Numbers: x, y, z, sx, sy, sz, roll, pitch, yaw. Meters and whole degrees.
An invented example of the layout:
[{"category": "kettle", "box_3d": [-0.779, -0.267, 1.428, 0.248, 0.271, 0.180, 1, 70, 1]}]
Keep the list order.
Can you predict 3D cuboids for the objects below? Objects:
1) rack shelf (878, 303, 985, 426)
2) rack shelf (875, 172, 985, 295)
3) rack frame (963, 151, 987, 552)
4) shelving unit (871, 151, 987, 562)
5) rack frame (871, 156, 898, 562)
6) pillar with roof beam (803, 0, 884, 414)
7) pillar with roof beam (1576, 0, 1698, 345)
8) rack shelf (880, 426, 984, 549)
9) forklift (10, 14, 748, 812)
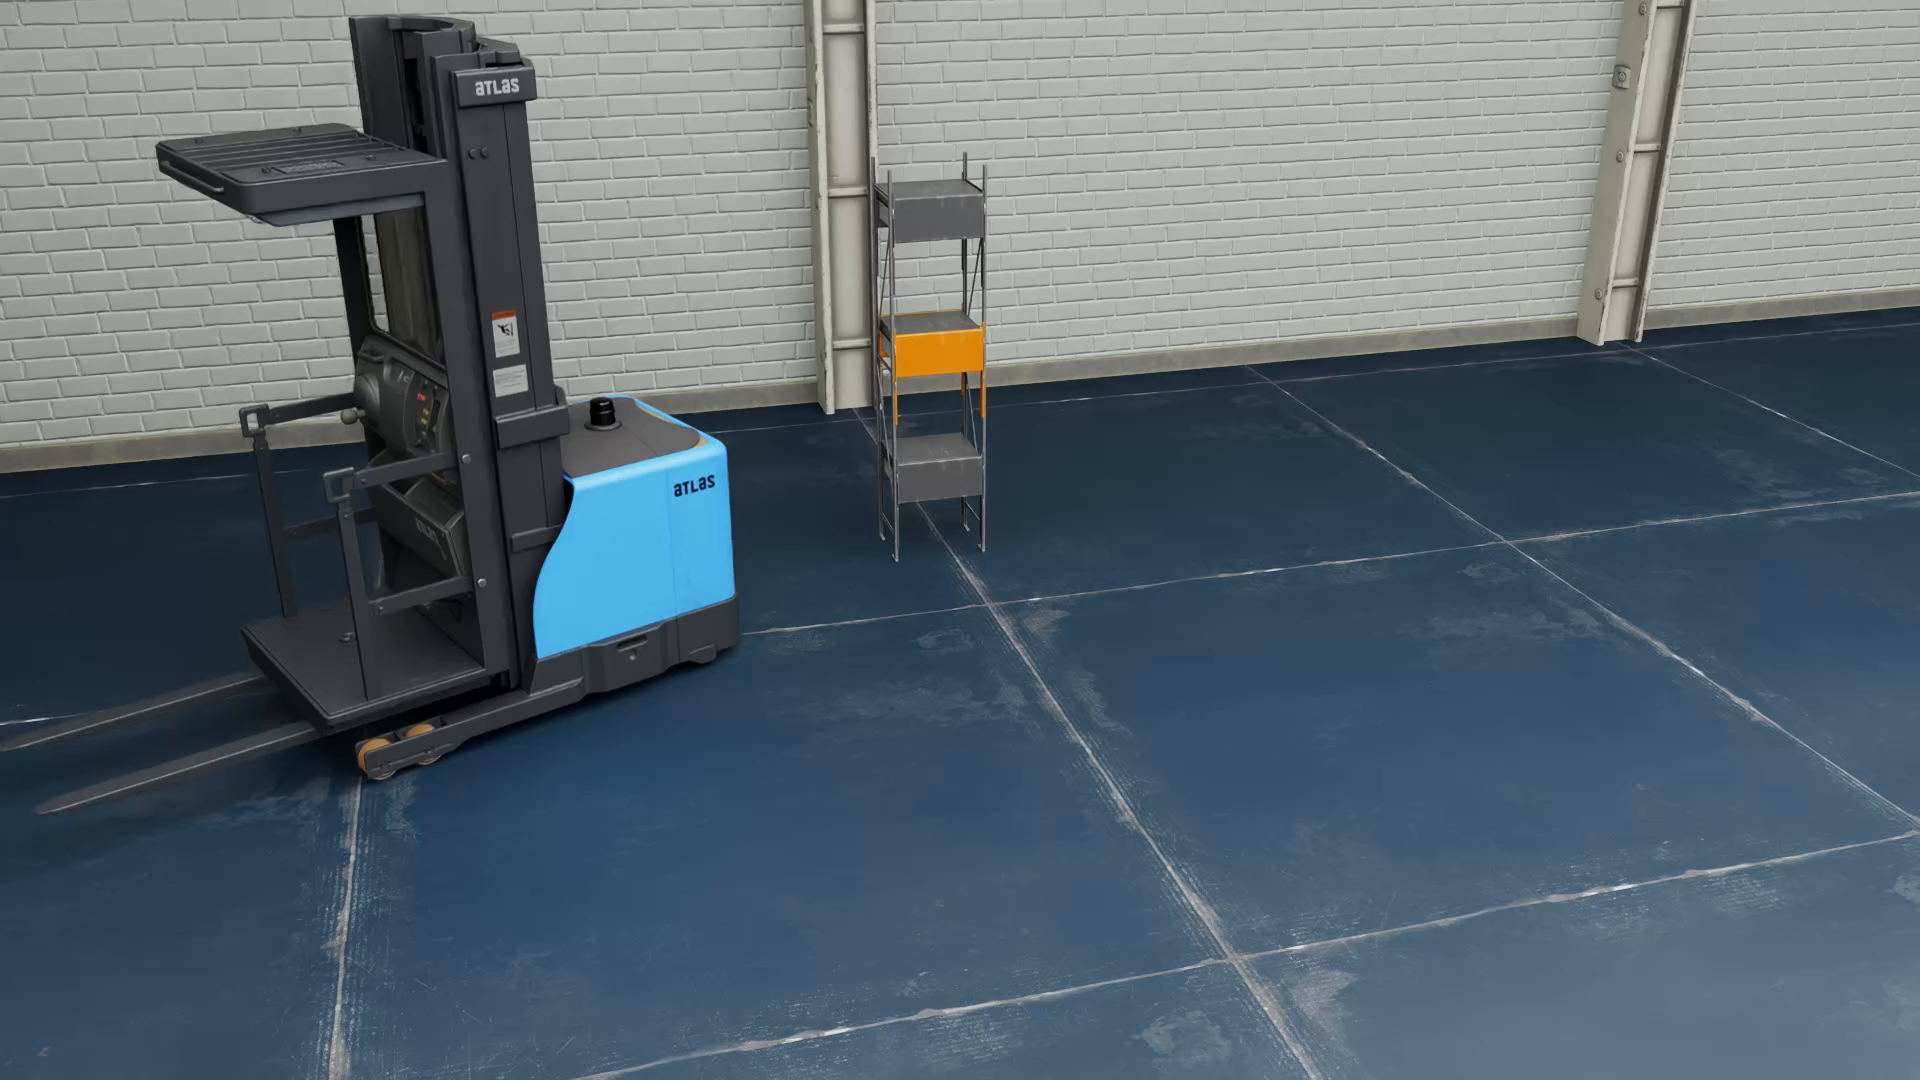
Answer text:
[{"category": "rack shelf", "box_3d": [-0.159, -0.935, 8.800, 0.480, 0.518, 0.431, -6, 24, -14]}, {"category": "rack shelf", "box_3d": [-0.159, -1.578, 8.524, 0.480, 0.518, 0.431, -6, 24, -14]}, {"category": "rack frame", "box_3d": [0.076, -0.973, 8.855, 0.015, 2.100, 0.400, -6, 24, -14]}, {"category": "shelving unit", "box_3d": [-0.159, -0.947, 8.795, 0.503, 2.100, 0.431, -6, 24, -14]}, {"category": "rack frame", "box_3d": [-0.394, -0.921, 8.734, 0.015, 2.100, 0.400, -6, 24, -14]}, {"category": "pillar with roof beam", "box_3d": [0.410, -3.429, 5.829, 0.400, 9.000, 9.100, -6, 24, -14]}, {"category": "pillar with roof beam", "box_3d": [6.187, -4.068, 7.318, 0.400, 9.000, 9.100, -6, 24, -14]}, {"category": "rack shelf", "box_3d": [-0.159, -0.291, 9.076, 0.480, 0.518, 0.431, -6, 24, -14]}, {"category": "forklift", "box_3d": [-2.481, -0.594, 6.918, 3.031, 2.935, 1.130, -18, 29, -35]}]
